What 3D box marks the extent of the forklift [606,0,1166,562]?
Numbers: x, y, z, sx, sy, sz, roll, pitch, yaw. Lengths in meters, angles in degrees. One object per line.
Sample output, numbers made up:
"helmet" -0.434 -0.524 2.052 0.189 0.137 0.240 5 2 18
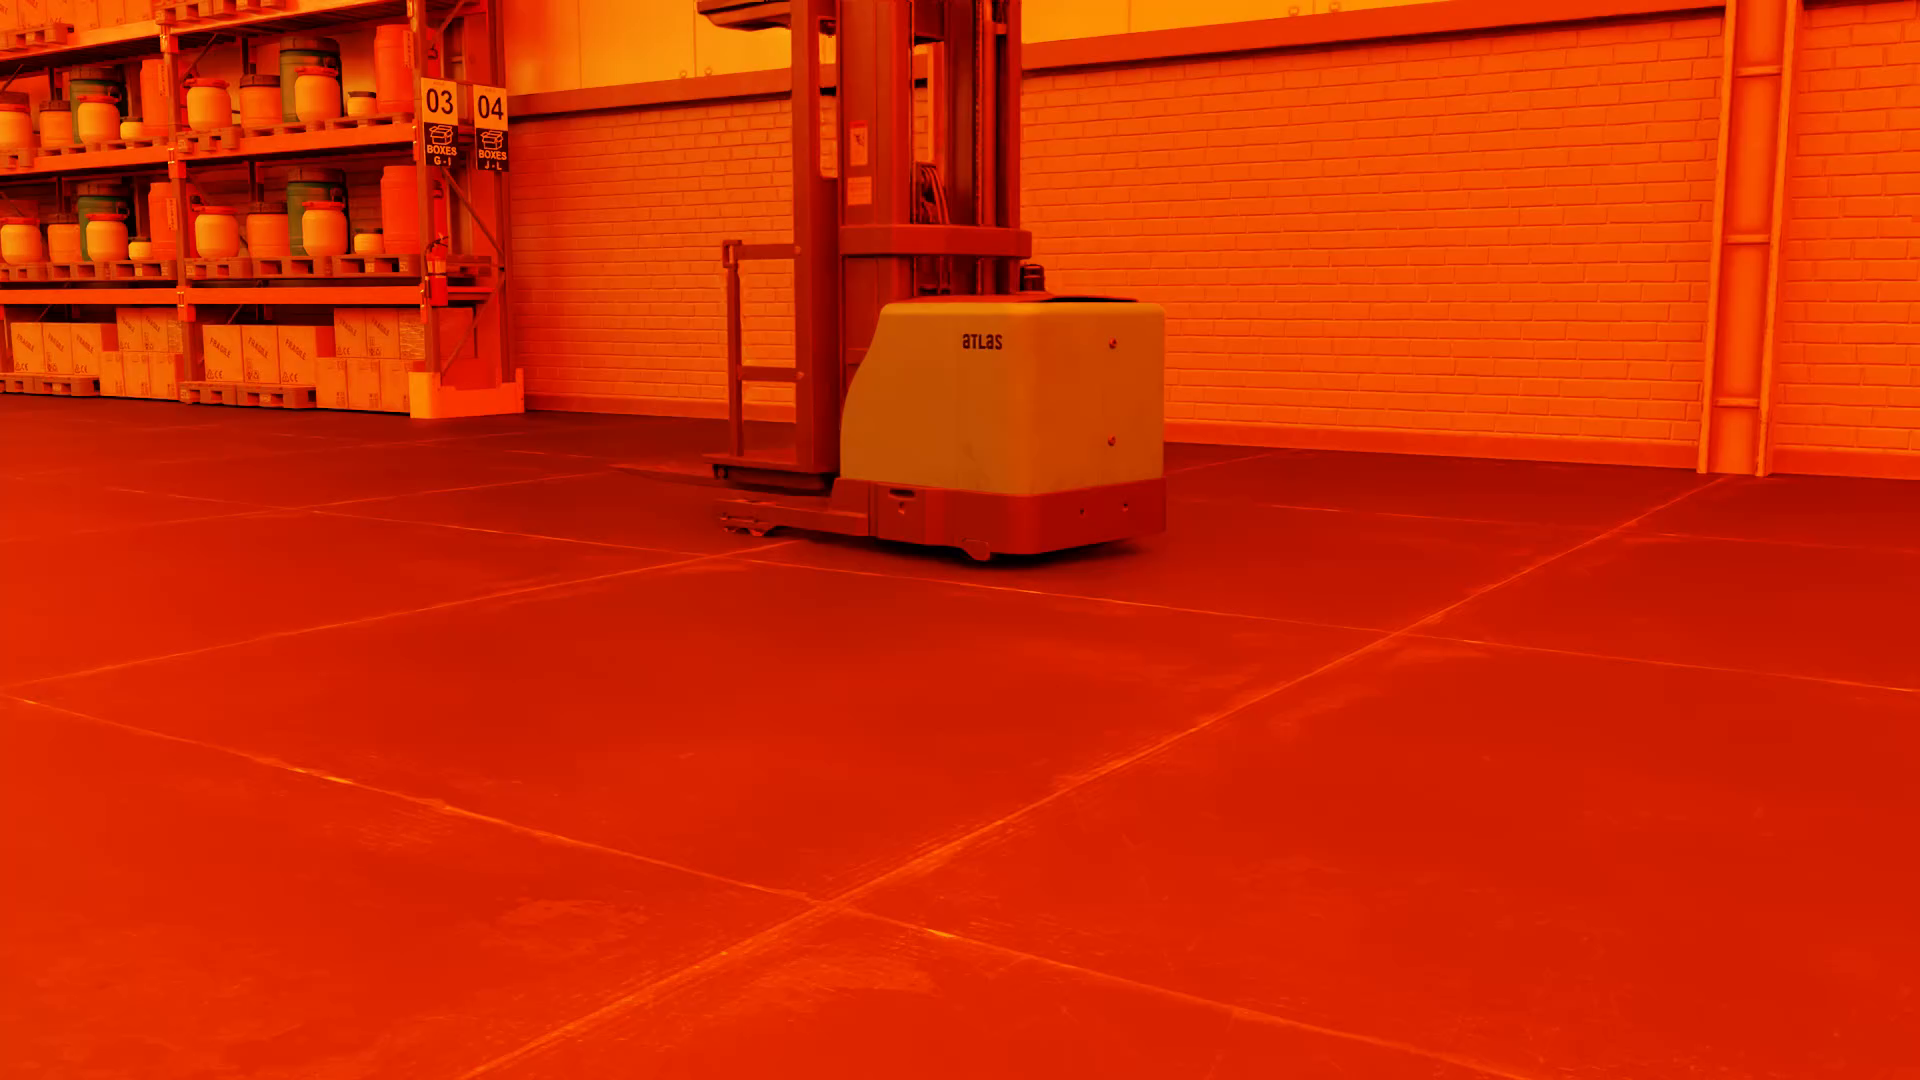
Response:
"forklift" -0.520 -1.512 7.827 3.031 2.935 1.130 7 11 42
